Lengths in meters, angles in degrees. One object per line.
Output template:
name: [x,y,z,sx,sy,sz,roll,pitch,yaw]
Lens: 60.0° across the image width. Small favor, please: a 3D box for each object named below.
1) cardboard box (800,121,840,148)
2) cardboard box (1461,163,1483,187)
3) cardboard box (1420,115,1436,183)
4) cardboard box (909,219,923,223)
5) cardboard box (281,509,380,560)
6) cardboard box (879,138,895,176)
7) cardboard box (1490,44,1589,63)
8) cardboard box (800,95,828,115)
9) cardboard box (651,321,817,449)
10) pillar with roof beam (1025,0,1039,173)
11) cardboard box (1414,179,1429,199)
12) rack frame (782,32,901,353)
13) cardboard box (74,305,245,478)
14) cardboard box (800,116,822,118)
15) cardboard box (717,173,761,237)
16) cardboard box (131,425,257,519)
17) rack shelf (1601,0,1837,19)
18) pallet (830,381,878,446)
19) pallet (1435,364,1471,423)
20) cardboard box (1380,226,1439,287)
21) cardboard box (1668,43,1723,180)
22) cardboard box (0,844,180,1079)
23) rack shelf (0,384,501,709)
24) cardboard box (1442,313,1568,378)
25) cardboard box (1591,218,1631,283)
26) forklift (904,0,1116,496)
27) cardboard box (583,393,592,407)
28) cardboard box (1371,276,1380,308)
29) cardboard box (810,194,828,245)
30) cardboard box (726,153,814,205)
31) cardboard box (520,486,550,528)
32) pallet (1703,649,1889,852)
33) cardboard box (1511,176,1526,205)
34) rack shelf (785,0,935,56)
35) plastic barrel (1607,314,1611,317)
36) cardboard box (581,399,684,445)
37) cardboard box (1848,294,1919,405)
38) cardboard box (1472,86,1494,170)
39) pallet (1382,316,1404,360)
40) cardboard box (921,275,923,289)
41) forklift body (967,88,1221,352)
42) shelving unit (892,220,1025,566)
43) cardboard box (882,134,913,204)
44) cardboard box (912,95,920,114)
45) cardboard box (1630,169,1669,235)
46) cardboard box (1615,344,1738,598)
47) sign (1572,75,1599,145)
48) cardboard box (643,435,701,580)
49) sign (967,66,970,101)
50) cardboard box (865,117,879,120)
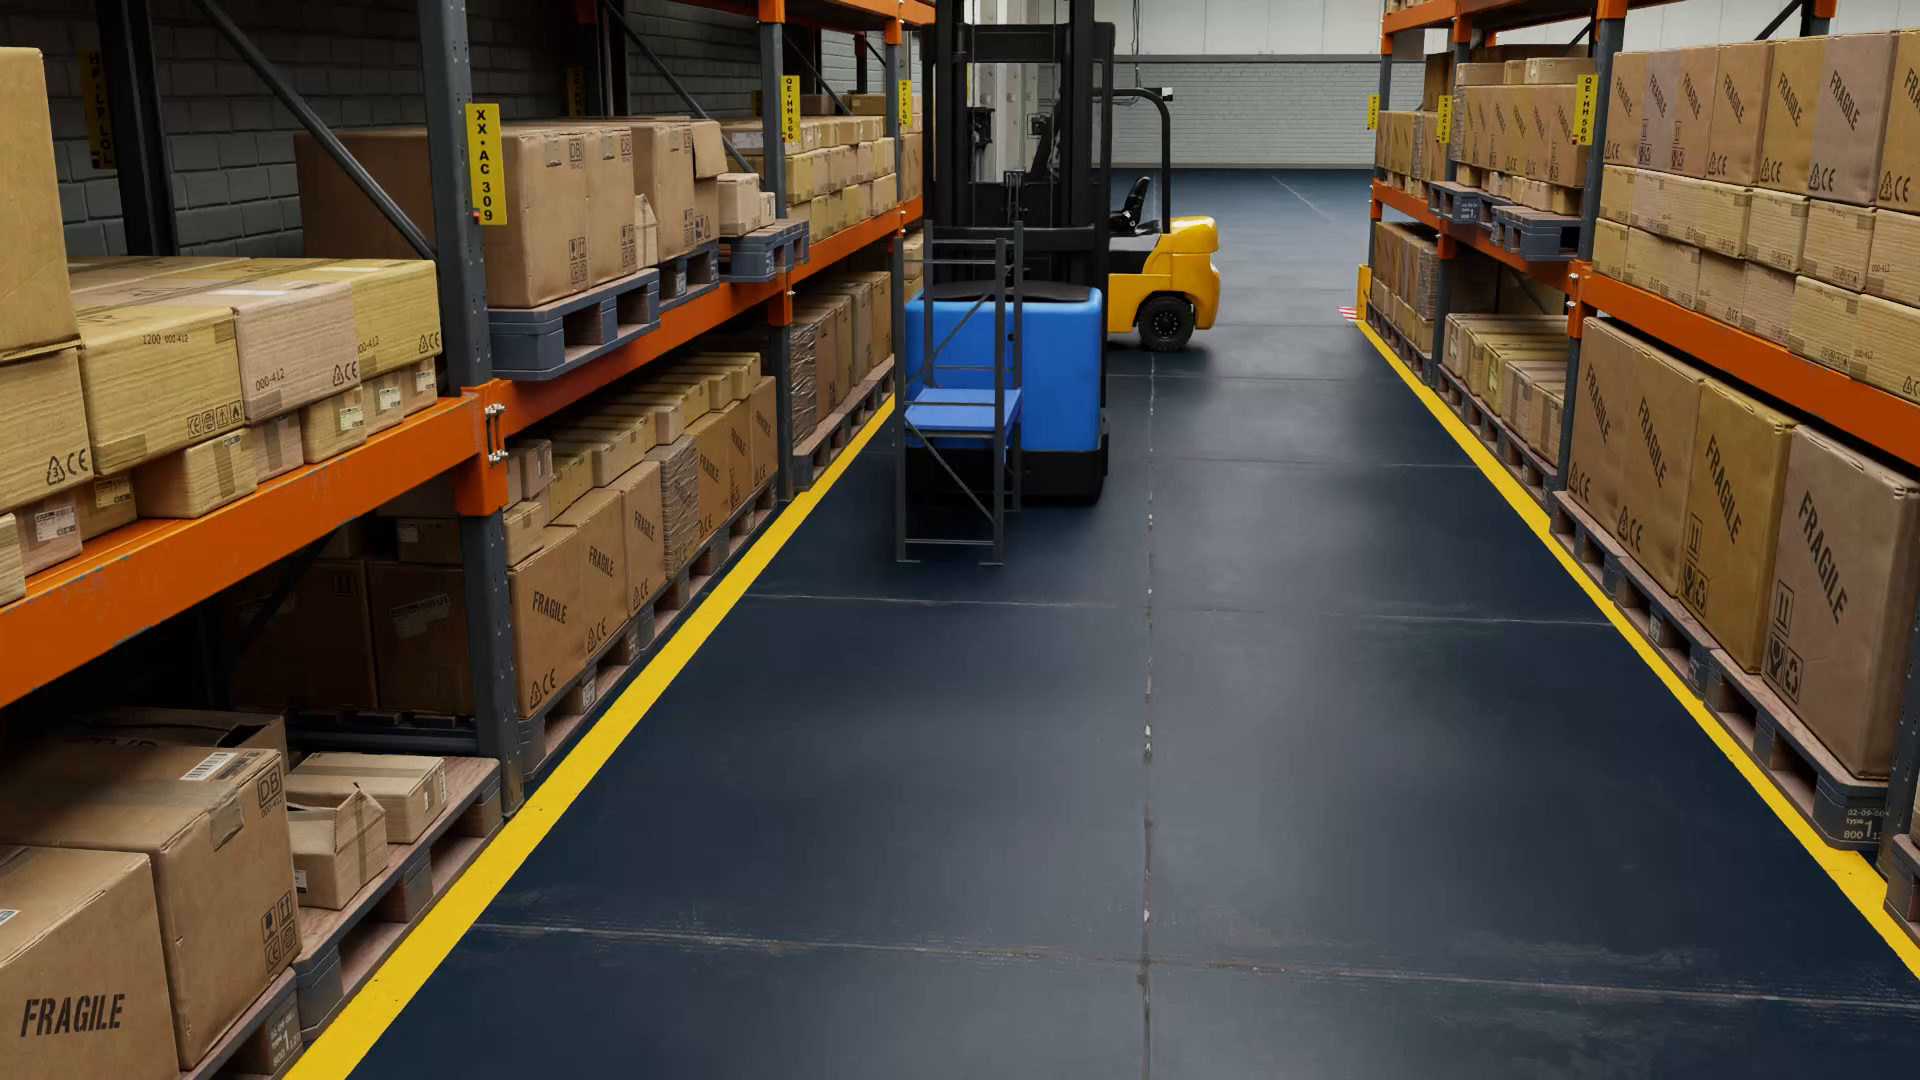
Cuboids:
cardboard box: [-0.934,-2.438,9.999,0.380,0.149,0.250,2,15,7]
cardboard box: [3.573,-2.443,11.127,0.380,0.149,0.250,2,15,7]
cardboard box: [3.840,-3.008,12.779,0.500,0.500,0.500,2,15,8]
cardboard box: [-0.289,-2.840,15.465,0.500,0.250,0.500,2,15,7]
cardboard box: [-2.094,-0.044,5.318,0.380,0.149,0.250,1,15,4]
cardboard box: [-0.748,-2.739,11.876,0.500,0.250,0.500,1,15,5]
cardboard box: [4.251,-3.342,12.100,0.700,0.500,0.500,2,15,6]
cardboard box: [-1.211,-3.302,12.623,0.380,0.149,0.250,2,15,6]
cardboard box: [-1.314,-0.886,9.436,0.875,0.625,0.625,2,15,8]
pillar with roof beam: [6.194,-14.139,43.211,9.100,9.000,0.400,2,15,6]
cardboard box: [3.831,-2.795,13.233,0.380,0.149,0.250,1,15,5]
rack frame: [-0.946,-2.705,12.421,1.000,3.000,0.127,2,15,6]
cardboard box: [-1.775,-0.303,3.254,0.500,0.250,0.500,2,15,6]
cardboard box: [-1.199,-2.982,12.009,0.380,0.149,0.250,1,15,5]
cardboard box: [-1.195,-1.515,7.502,0.500,0.250,0.500,1,15,4]
cardboard box: [-1.705,-0.149,3.446,0.380,0.149,0.250,1,15,5]
rack shelf: [3.309,-2.105,5.831,1.077,0.370,4.000,2,15,6]
pallet: [-1.126,-0.850,10.900,1.003,0.211,1.213,2,15,6]
pallet: [3.900,-1.012,11.501,1.003,0.211,1.213,2,15,6]
cardboard box: [4.015,-2.492,14.658,0.500,0.500,0.500,1,15,4]
cardboard box: [3.116,-1.670,6.485,0.500,0.500,0.500,2,15,8]
cardboard box: [-1.843,0.900,3.070,0.500,0.500,0.500,2,15,7]
rack shelf: [-2.075,0.235,2.923,1.077,0.370,4.000,2,15,6]
cardboard box: [3.929,-1.358,11.668,0.950,0.372,0.625,2,15,7]
cardboard box: [3.229,-1.331,7.624,0.500,0.250,0.500,1,15,5]
forklift: [0.350,-1.979,9.866,1.130,2.935,3.031,1,15,5]
cardboard box: [-1.894,-0.648,7.555,0.380,0.149,0.250,1,15,4]
cardboard box: [4.072,-2.272,15.281,0.500,0.250,0.500,2,15,6]
cardboard box: [-1.043,-1.834,9.484,0.500,0.250,0.500,1,15,5]
cardboard box: [-1.080,-1.944,8.935,0.500,0.250,0.500,2,15,6]
cardboard box: [-1.590,-0.099,5.523,0.380,0.149,0.250,1,15,5]
pallet: [3.095,0.658,5.323,1.003,0.211,1.213,2,15,6]
cardboard box: [3.334,-1.971,9.383,0.380,0.149,0.250,2,15,7]
rack shelf: [-0.721,-4.325,14.041,1.077,0.370,4.000,2,15,6]
plastic barrel: [5.709,-1.774,13.910,0.421,0.421,0.512,-14,20,-42]
cardboard box: [-1.379,-0.499,7.001,0.380,0.149,0.250,1,15,4]
cardboard box: [2.883,-0.537,4.687,0.500,0.250,0.500,1,15,5]
cardboard box: [3.523,-2.584,10.405,0.500,0.500,0.500,2,15,6]
pallet: [4.162,-1.707,14.069,1.003,0.211,1.213,2,15,6]
cardboard box: [-0.530,-2.069,13.573,0.500,0.250,0.500,2,15,6]
forklift body: [1.104,-2.788,14.351,2.313,2.155,1.214,2,15,6]
shelving unit: [0.010,-0.746,8.048,0.538,1.500,1.048,2,15,6]
cardboard box: [-0.637,-2.861,12.805,0.500,0.500,0.500,1,15,5]
cardboard box: [-0.525,-3.485,13.300,0.380,0.149,0.250,2,15,8]
cardboard box: [3.173,-1.433,7.046,0.500,0.250,0.500,2,15,8]
cardboard box: [3.269,-0.292,6.761,0.875,0.875,0.875,2,15,7]
sign: [2.994,-2.057,7.956,0.100,0.325,0.005,2,15,6]
cardboard box: [-1.395,-0.147,6.945,0.500,0.500,0.500,1,15,4]
sign: [0.043,-4.397,16.003,0.100,0.325,0.005,2,15,6]
cardboard box: [-0.775,-2.904,11.722,0.380,0.149,0.250,1,15,5]
